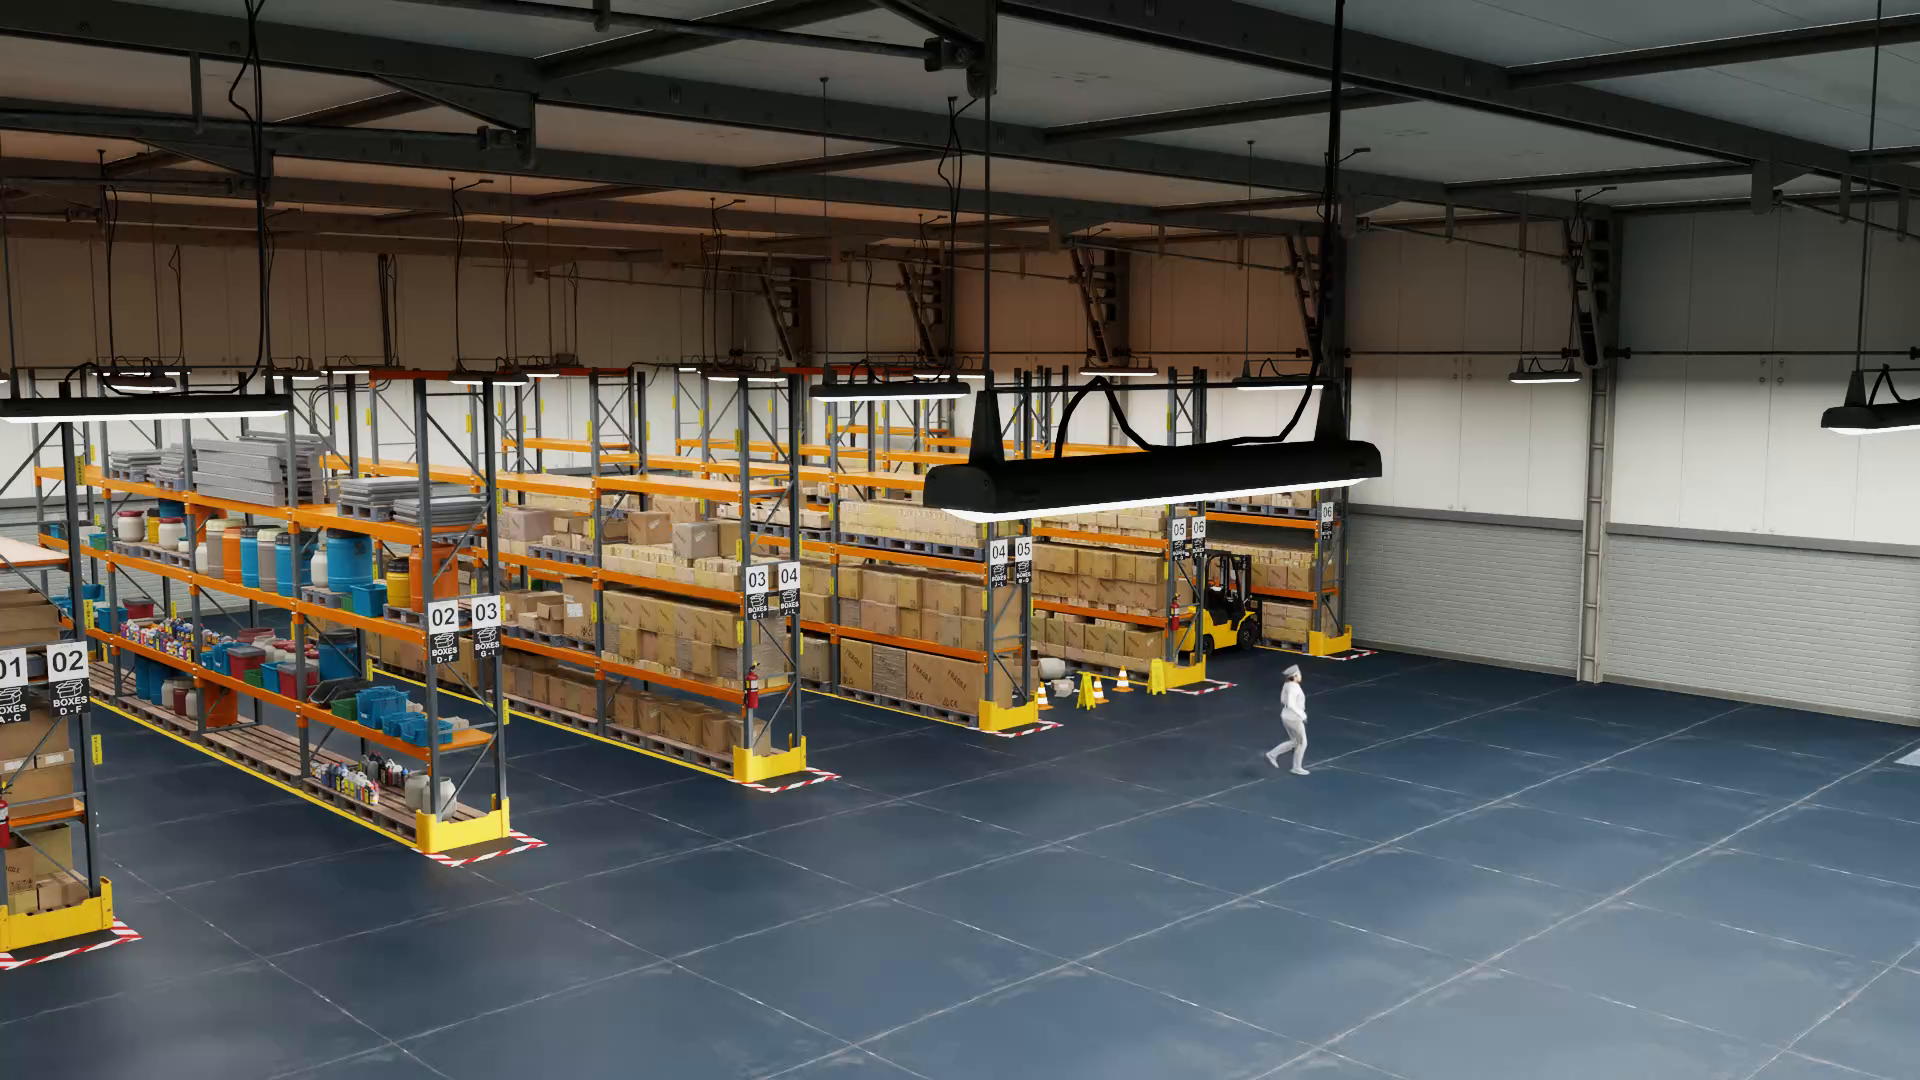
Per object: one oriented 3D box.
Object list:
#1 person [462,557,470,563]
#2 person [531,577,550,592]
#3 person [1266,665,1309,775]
[{"bbox_3d":[-11.734,1.190,39.402,0.606,1.427,0.651,0,6,4],"label":"person"},{"bbox_3d":[-10.417,0.856,40.995,0.712,1.704,0.729,2,7,14],"label":"person"},{"bbox_3d":[4.940,2.698,24.922,0.656,1.680,0.627,-1,6,-4],"label":"person"}]
